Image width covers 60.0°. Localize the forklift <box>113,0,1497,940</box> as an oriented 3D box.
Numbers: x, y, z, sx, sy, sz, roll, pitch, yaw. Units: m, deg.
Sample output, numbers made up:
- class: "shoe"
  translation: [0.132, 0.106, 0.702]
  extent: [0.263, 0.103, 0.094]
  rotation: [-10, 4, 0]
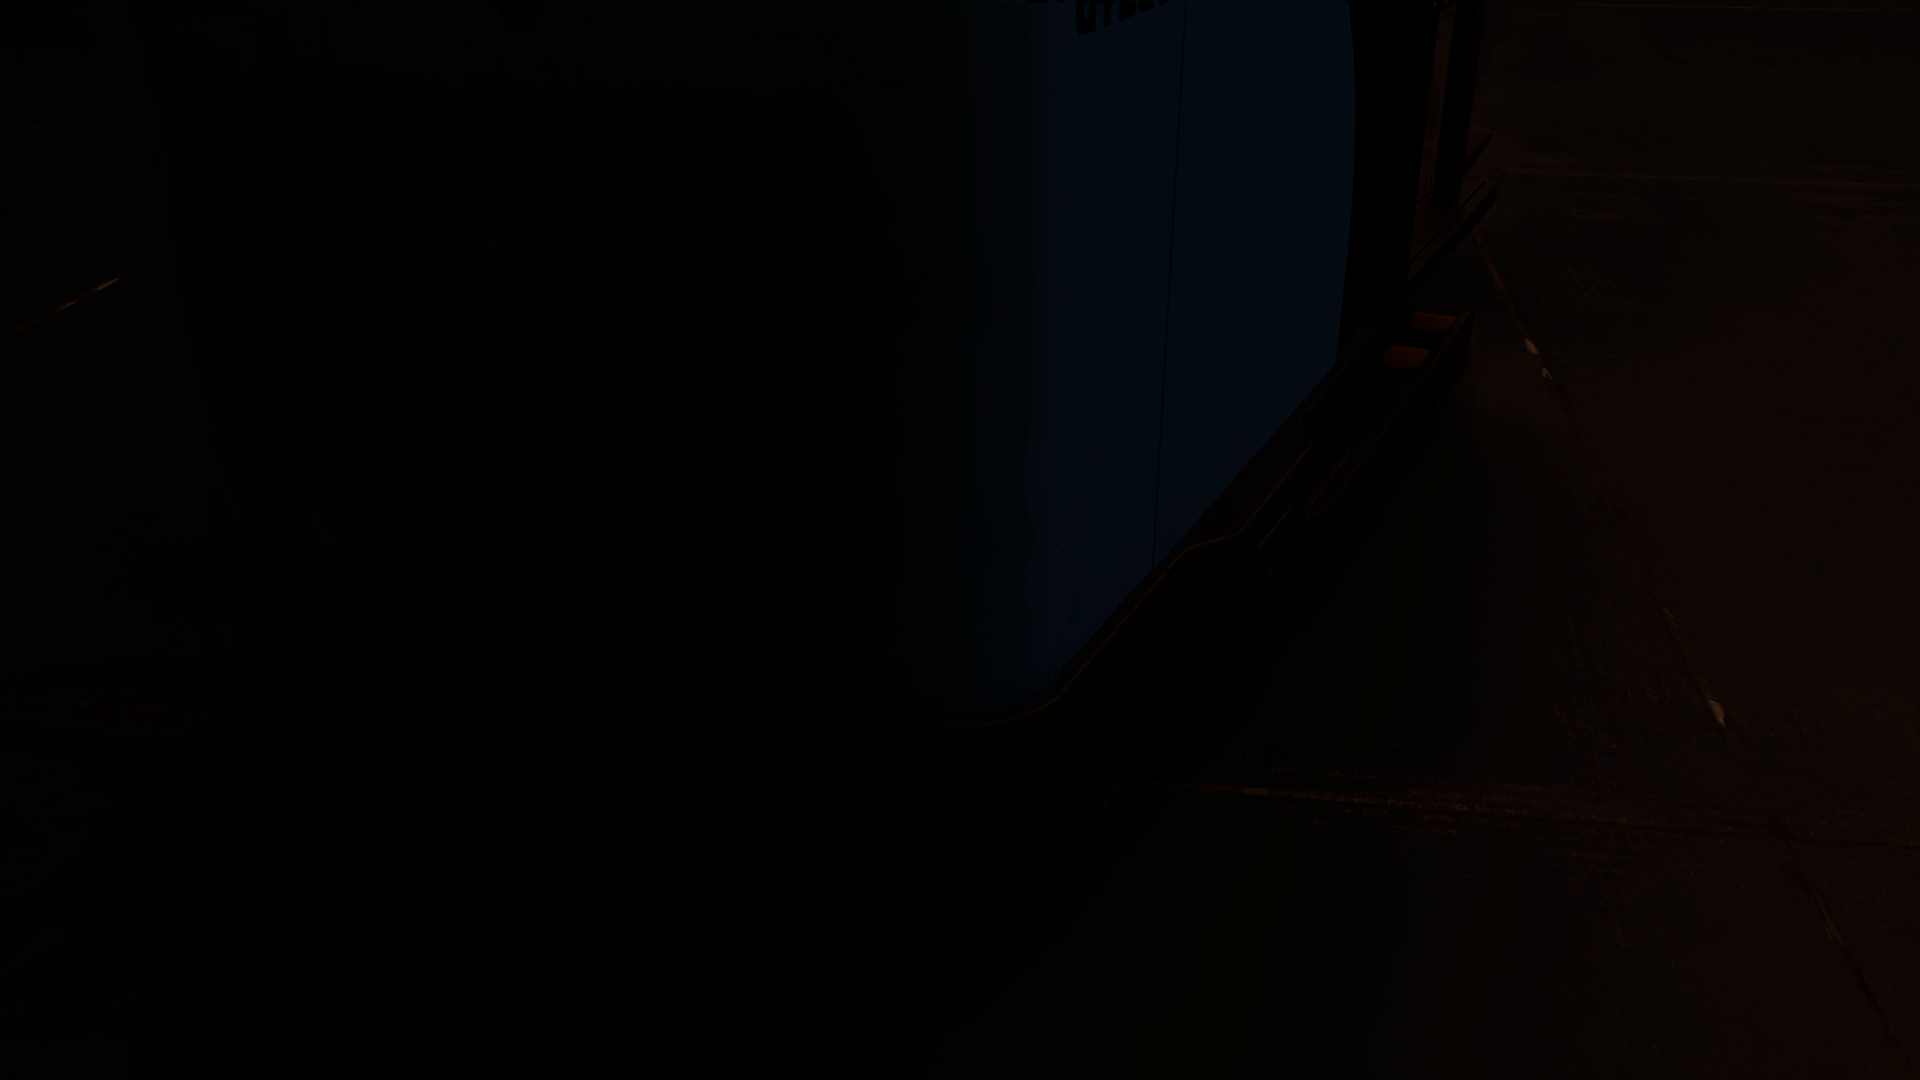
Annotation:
- class: "forklift"
  translation: [0.269, -1.559, 2.341]
  extent: [1.130, 2.935, 3.031]
  rotation: [13, 29, 24]
